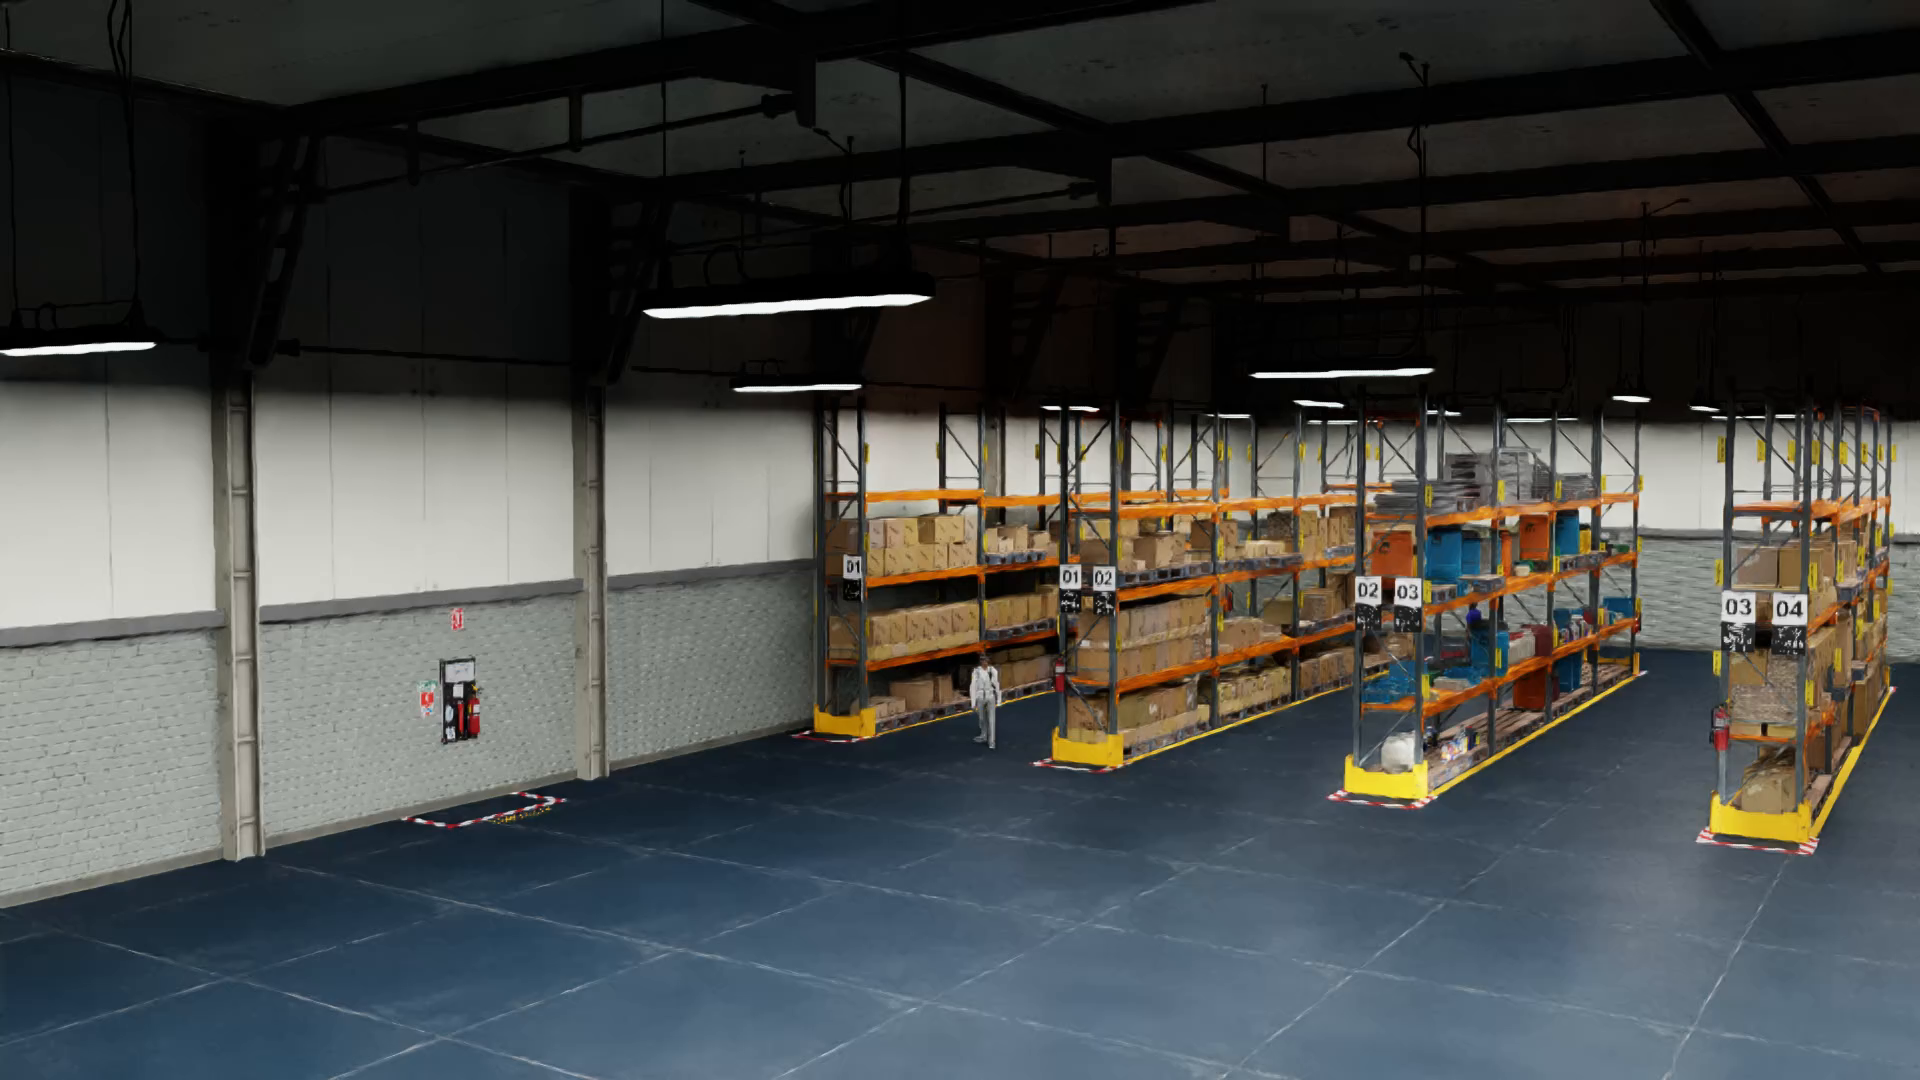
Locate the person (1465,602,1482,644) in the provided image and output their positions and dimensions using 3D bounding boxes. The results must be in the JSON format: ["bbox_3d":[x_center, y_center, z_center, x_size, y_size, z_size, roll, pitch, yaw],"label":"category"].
[{"bbox_3d":[11.725,2.177,38.006,0.565,1.635,0.530,-2,4,-39],"label":"person"}]

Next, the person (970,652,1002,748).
[{"bbox_3d":[0.432,2.703,28.356,0.529,1.625,0.936,0,3,9],"label":"person"}]
